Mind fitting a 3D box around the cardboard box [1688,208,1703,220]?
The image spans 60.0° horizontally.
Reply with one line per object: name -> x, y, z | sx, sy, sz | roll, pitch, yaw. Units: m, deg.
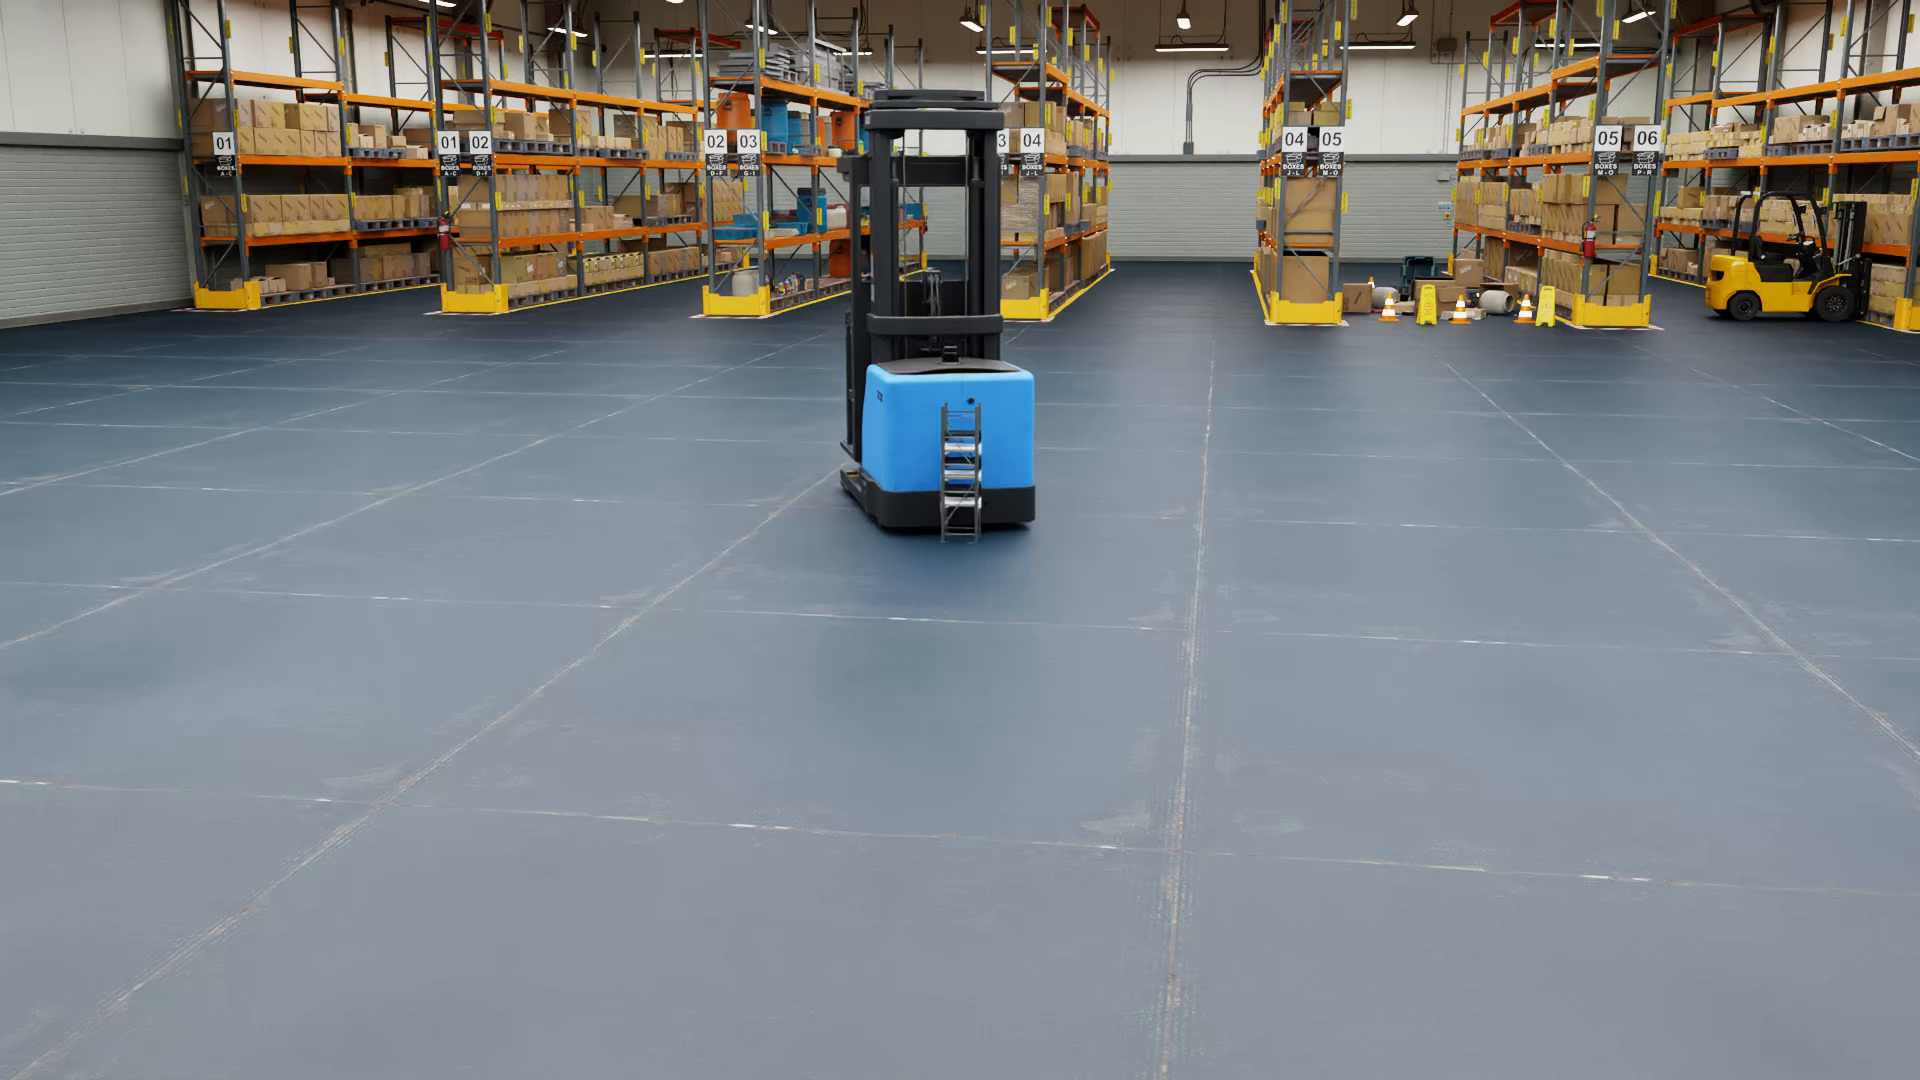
cardboard box -> 17.382, -7.635, 38.949 | 0.500, 0.250, 0.500 | 2, 12, 9

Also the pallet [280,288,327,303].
pallet -> -13.382, -4.882, 33.147 | 1.003, 0.211, 1.213 | 2, 12, 9

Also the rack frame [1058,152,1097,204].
rack frame -> 2.785, -7.825, 40.183 | 1.000, 3.000, 0.127 | 2, 12, 9

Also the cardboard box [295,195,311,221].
cardboard box -> -13.134, -6.519, 32.651 | 0.500, 0.500, 0.500 | 2, 12, 10

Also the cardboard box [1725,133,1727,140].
cardboard box -> 16.957, -8.820, 36.337 | 0.380, 0.149, 0.250 | 2, 12, 9

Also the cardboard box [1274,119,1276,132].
cardboard box -> 6.088, -7.678, 30.796 | 0.500, 0.250, 0.500 | 2, 12, 9

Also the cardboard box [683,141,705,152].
cardboard box -> -6.683, -9.877, 41.755 | 0.500, 0.250, 0.500 | 2, 12, 9

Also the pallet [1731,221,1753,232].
pallet -> 16.902, -6.561, 34.772 | 1.213, 0.211, 1.003 | 2, 12, 9

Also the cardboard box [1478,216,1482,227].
cardboard box -> 12.249, -7.348, 38.323 | 0.500, 0.250, 0.500 | 2, 12, 7

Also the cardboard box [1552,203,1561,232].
cardboard box -> 10.859, -5.741, 29.569 | 0.500, 0.500, 0.500 | 2, 12, 8

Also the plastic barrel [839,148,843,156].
plastic barrel -> -2.712, -8.490, 36.518 | 0.294, 0.245, 0.294 | 0, 12, 0

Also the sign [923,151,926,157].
sign -> -0.948, -10.219, 44.419 | 0.100, 0.325, 0.005 | 2, 12, 9

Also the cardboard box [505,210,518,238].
cardboard box -> -8.688, -5.904, 31.031 | 0.700, 0.500, 0.500 | 2, 12, 10

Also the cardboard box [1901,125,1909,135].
cardboard box -> 15.464, -6.626, 26.861 | 0.380, 0.149, 0.250 | 2, 12, 7

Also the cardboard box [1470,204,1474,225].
cardboard box -> 12.470, -7.765, 39.667 | 0.500, 0.500, 0.500 | 2, 12, 7

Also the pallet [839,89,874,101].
pallet -> -2.583, -9.947, 37.186 | 1.213, 0.211, 1.003 | 2, 12, 9

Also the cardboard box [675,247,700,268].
cardboard box -> -6.796, -7.028, 41.373 | 0.500, 0.500, 0.500 | 2, 12, 8

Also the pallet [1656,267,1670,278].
pallet -> 17.964, -6.631, 41.264 | 1.003, 0.211, 1.213 | 2, 12, 9

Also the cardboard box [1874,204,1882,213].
cardboard box -> 15.586, -5.561, 27.900 | 0.380, 0.149, 0.250 | 2, 12, 9

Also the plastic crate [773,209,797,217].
plastic crate -> -3.567, -6.462, 33.707 | 0.402, 0.464, 0.583 | 2, 12, 9

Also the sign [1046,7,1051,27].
sign -> 1.476, -8.737, 27.771 | 0.100, 0.325, 0.005 | 2, 12, 9

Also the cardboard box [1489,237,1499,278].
cardboard box -> 12.430, -6.351, 37.388 | 0.875, 0.875, 0.875 | 2, 12, 10

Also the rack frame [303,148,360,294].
rack frame -> -13.128, -6.641, 34.690 | 1.000, 3.000, 0.127 | 2, 12, 9

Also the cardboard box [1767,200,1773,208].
cardboard box -> 16.487, -6.765, 33.486 | 0.380, 0.149, 0.250 | 2, 12, 10

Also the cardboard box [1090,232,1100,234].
cardboard box -> 2.966, -7.126, 40.988 | 0.875, 0.875, 0.875 | 2, 12, 9

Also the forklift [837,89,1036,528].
forklift -> -0.298, -1.776, 12.277 | 1.130, 2.935, 3.031 | -3, 12, -12

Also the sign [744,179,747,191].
sign -> -5.842, -9.678, 45.281 | 0.100, 0.325, 0.005 | 2, 12, 9

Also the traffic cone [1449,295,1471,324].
traffic cone -> 8.374, -3.862, 27.817 | 0.336, 0.463, 0.334 | 2, 12, 9

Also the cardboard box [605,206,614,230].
cardboard box -> -7.860, -7.013, 36.178 | 0.500, 0.500, 0.500 | 1, 12, 6

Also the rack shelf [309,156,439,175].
rack shelf -> -12.821, -8.172, 36.381 | 1.077, 0.370, 4.000 | 2, 12, 9

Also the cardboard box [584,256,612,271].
cardboard box -> -7.763, -5.907, 35.479 | 0.500, 0.311, 0.500 | 1, 12, 7

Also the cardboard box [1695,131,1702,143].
cardboard box -> 17.392, -9.345, 38.581 | 0.500, 0.250, 0.500 | 2, 12, 8

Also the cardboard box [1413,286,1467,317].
cardboard box -> 8.500, -4.233, 29.442 | 0.797, 0.503, 0.637 | -7, 14, -30

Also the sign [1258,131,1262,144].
sign -> 7.749, -10.387, 42.876 | 0.100, 0.325, 0.005 | 2, 12, 9

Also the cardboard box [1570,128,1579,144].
cardboard box -> 10.698, -6.872, 28.293 | 0.500, 0.250, 0.500 | 2, 12, 10

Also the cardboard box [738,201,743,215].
cardboard box -> -6.188, -8.926, 45.055 | 0.500, 0.500, 0.500 | 2, 12, 10

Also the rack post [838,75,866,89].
rack post -> -2.653, -10.201, 37.146 | 0.954, 0.300, 0.937 | 2, 12, 9

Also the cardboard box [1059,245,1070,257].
cardboard box -> 2.096, -6.212, 35.805 | 0.500, 0.250, 0.500 | 2, 12, 11

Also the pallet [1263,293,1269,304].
pallet -> 6.484, -4.778, 32.662 | 1.003, 0.211, 1.213 | 2, 12, 9

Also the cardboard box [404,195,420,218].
cardboard box -> -12.635, -7.522, 37.497 | 0.700, 0.500, 0.500 | 1, 12, 3

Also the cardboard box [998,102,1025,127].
cardboard box -> 0.928, -7.563, 29.716 | 0.500, 0.500, 0.500 | 2, 12, 9

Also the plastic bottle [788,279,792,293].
plastic bottle -> -3.268, -4.871, 31.905 | 0.097, 0.271, 0.097 | 0, 12, 0

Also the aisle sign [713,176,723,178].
aisle sign -> -6.667, -10.274, 45.376 | 0.394, 0.787, 0.004 | 2, 12, 9

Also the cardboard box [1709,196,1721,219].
cardboard box -> 17.107, -7.397, 36.962 | 0.700, 0.500, 0.500 | 2, 12, 9

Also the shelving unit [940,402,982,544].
shelving unit -> 0.007, -0.439, 10.894 | 0.258, 0.900, 0.210 | 1, 12, 5

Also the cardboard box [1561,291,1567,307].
cardboard box -> 10.678, -4.152, 28.668 | 0.500, 0.250, 0.500 | 2, 12, 9

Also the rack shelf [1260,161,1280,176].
rack shelf -> 7.978, -9.174, 41.031 | 1.077, 0.370, 4.000 | 2, 12, 9

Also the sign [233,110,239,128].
sign -> -13.208, -7.685, 30.336 | 0.100, 0.325, 0.005 | 2, 12, 9

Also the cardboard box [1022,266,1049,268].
cardboard box -> 1.454, -5.061, 32.294 | 0.500, 0.500, 0.500 | 1, 12, 7

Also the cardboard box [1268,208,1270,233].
cardboard box -> 6.412, -6.355, 33.122 | 0.500, 0.500, 0.500 | 2, 12, 9

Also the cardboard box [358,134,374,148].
cardboard box -> -12.871, -8.509, 35.450 | 0.500, 0.311, 0.500 | 2, 12, 10

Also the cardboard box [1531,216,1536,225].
cardboard box -> 11.215, -6.146, 31.993 | 0.380, 0.149, 0.250 | 2, 12, 8

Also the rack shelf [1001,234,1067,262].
rack shelf -> 1.247, -5.392, 30.599 | 1.077, 0.370, 4.000 | 2, 12, 9

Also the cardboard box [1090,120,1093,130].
cardboard box -> 3.080, -10.373, 41.637 | 0.500, 0.250, 0.500 | 1, 12, 7

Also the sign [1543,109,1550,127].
sign -> 10.798, -7.767, 30.633 | 0.100, 0.325, 0.005 | 2, 12, 9
